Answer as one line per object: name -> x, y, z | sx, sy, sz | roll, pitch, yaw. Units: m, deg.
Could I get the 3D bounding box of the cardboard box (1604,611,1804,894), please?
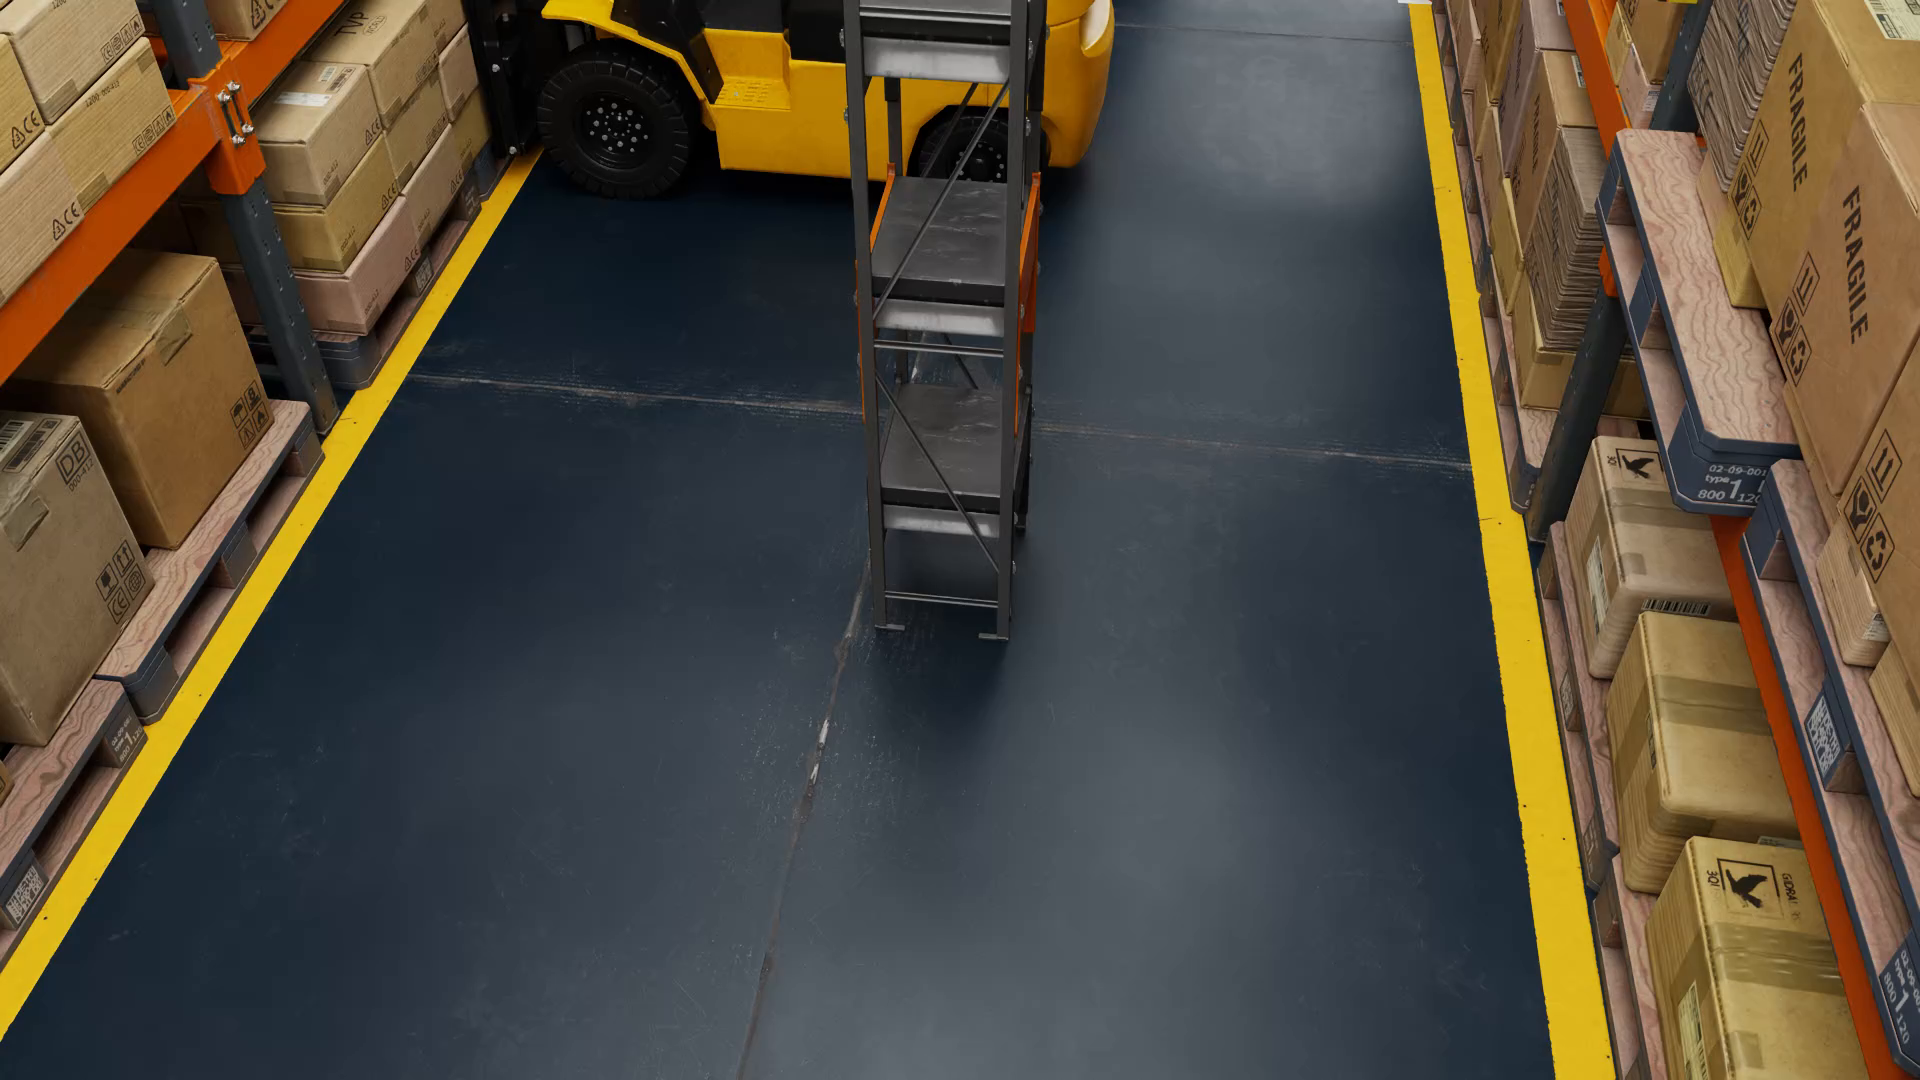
cardboard box -> 2.136, 0.575, 4.066 | 0.950, 0.372, 0.625 | 8, 44, 8

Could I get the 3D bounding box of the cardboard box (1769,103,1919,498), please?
cardboard box -> 1.803, -0.400, 2.897 | 0.500, 0.500, 0.500 | 5, 44, 5

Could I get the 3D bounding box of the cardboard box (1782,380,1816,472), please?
cardboard box -> 1.829, -0.247, 3.206 | 0.380, 0.149, 0.250 | 6, 44, 6

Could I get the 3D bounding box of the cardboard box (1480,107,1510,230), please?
cardboard box -> 2.238, -1.366, 6.205 | 0.500, 0.250, 0.500 | 6, 44, 6

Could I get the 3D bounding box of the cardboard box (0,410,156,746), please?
cardboard box -> -2.794, 0.072, 4.414 | 0.875, 0.625, 0.625 | 5, 44, 5

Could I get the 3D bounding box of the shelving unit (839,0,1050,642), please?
shelving unit -> -0.022, -0.650, 4.409 | 0.431, 2.100, 0.503 | 5, 44, 6

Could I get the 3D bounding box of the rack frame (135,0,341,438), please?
rack frame -> -2.626, -1.523, 4.677 | 1.000, 3.000, 0.127 | 5, 44, 6

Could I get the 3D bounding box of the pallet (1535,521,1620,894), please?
pallet -> 2.193, 0.469, 4.601 | 1.003, 0.211, 1.213 | 5, 44, 6

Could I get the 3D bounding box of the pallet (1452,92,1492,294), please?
pallet -> 2.507, -1.356, 6.529 | 1.003, 0.211, 1.213 | 5, 44, 6

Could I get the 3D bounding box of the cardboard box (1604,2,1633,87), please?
cardboard box -> 2.061, -1.400, 4.730 | 0.380, 0.149, 0.250 | 6, 44, 6

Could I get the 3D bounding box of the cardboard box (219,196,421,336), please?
cardboard box -> -2.234, -0.977, 5.794 | 0.500, 0.250, 0.500 | 6, 44, 6

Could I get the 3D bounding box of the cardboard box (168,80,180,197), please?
cardboard box -> -2.753, -1.393, 5.507 | 0.500, 0.250, 0.500 | 6, 44, 6

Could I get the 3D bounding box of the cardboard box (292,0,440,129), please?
cardboard box -> -2.174, -1.689, 5.819 | 0.500, 0.250, 0.500 | 5, 44, 6

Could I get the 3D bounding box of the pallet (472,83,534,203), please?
pallet -> -2.321, -1.882, 7.084 | 1.003, 0.211, 1.213 | 5, 44, 6

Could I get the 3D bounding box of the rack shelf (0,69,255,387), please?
rack shelf -> -2.891, 0.101, 3.485 | 1.077, 0.370, 4.000 | 5, 44, 6

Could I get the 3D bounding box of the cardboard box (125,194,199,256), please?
cardboard box -> -2.765, -1.209, 5.676 | 0.500, 0.250, 0.500 | 4, 44, 5

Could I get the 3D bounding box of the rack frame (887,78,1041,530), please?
rack frame -> 0.010, -0.816, 4.585 | 0.400, 2.100, 0.015 | 5, 44, 6

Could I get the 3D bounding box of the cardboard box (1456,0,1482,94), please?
cardboard box -> 2.367, -2.083, 6.962 | 0.500, 0.250, 0.500 | 7, 44, 7

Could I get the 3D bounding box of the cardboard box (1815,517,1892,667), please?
cardboard box -> 1.708, 0.098, 2.842 | 0.380, 0.149, 0.250 | 7, 44, 7

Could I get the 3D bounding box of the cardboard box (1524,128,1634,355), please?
cardboard box -> 2.106, -0.928, 5.198 | 0.500, 0.500, 0.500 | 5, 44, 5

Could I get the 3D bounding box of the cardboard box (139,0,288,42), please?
cardboard box -> -2.309, -1.838, 4.937 | 0.500, 0.500, 0.500 | 4, 44, 4

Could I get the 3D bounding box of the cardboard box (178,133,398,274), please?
cardboard box -> -2.256, -1.160, 5.624 | 0.500, 0.250, 0.500 | 5, 44, 5

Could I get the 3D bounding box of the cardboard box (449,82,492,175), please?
cardboard box -> -2.130, -1.676, 6.532 | 0.500, 0.250, 0.500 | 6, 44, 6

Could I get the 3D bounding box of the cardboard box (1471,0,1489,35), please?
cardboard box -> 2.375, -2.329, 6.677 | 0.500, 0.500, 0.500 | 4, 44, 4

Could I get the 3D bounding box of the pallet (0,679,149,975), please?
pallet -> -2.844, 0.829, 4.221 | 1.003, 0.211, 1.213 | 5, 44, 6

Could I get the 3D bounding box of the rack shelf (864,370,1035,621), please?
rack shelf -> -0.022, -0.131, 4.900 | 0.431, 0.518, 0.480 | 5, 44, 6

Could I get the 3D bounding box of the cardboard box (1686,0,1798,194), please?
cardboard box -> 1.948, -1.078, 3.612 | 0.500, 0.500, 0.500 | 6, 44, 7

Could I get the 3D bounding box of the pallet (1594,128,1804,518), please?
pallet -> 2.049, -0.497, 3.733 | 1.003, 0.211, 1.213 | 5, 44, 6

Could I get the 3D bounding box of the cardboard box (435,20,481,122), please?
cardboard box -> -2.114, -1.845, 6.348 | 0.500, 0.250, 0.500 | 5, 44, 5

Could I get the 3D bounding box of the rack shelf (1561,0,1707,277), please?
rack shelf -> 2.559, -2.176, 5.890 | 1.077, 0.370, 4.000 | 5, 44, 6

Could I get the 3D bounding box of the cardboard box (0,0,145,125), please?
cardboard box -> -2.438, -1.292, 4.178 | 0.500, 0.250, 0.500 | 4, 44, 5

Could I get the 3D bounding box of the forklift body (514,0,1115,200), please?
forklift body -> -0.540, -2.483, 6.308 | 2.313, 2.155, 1.214 | 5, 44, 6

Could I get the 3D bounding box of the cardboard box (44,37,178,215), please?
cardboard box -> -2.434, -1.101, 4.340 | 0.500, 0.250, 0.500 | 6, 44, 6

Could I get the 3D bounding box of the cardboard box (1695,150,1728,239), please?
cardboard box -> 1.908, -0.788, 3.777 | 0.380, 0.149, 0.250 | 6, 44, 6

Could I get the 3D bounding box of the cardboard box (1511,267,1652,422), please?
cardboard box -> 2.106, -0.656, 5.455 | 0.500, 0.250, 0.500 | 7, 44, 7

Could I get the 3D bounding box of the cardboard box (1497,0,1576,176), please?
cardboard box -> 2.238, -1.623, 5.931 | 0.500, 0.500, 0.500 | 7, 44, 8
